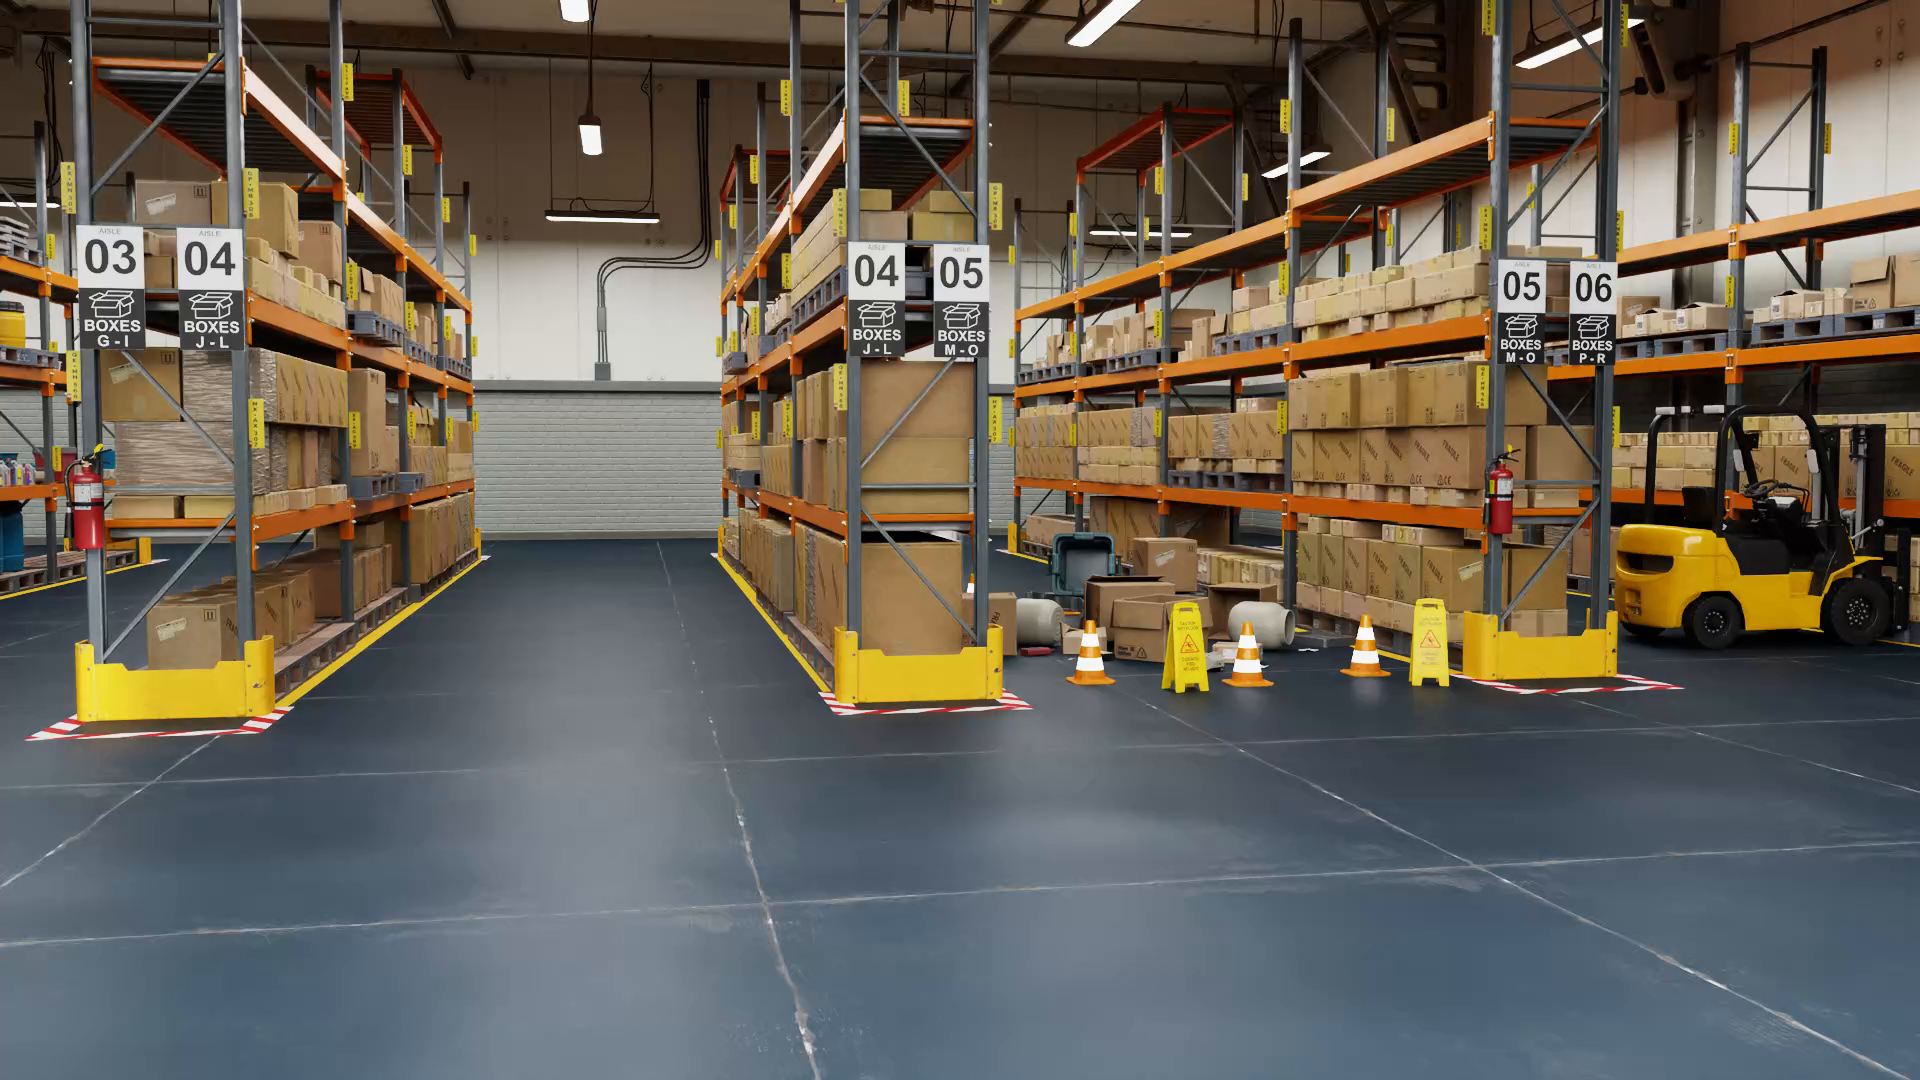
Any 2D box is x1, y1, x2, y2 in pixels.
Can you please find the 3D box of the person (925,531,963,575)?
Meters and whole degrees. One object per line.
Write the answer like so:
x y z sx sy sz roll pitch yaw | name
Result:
-0.215 0.267 18.817 0.500 0.963 0.826 -1 3 -12 | person
